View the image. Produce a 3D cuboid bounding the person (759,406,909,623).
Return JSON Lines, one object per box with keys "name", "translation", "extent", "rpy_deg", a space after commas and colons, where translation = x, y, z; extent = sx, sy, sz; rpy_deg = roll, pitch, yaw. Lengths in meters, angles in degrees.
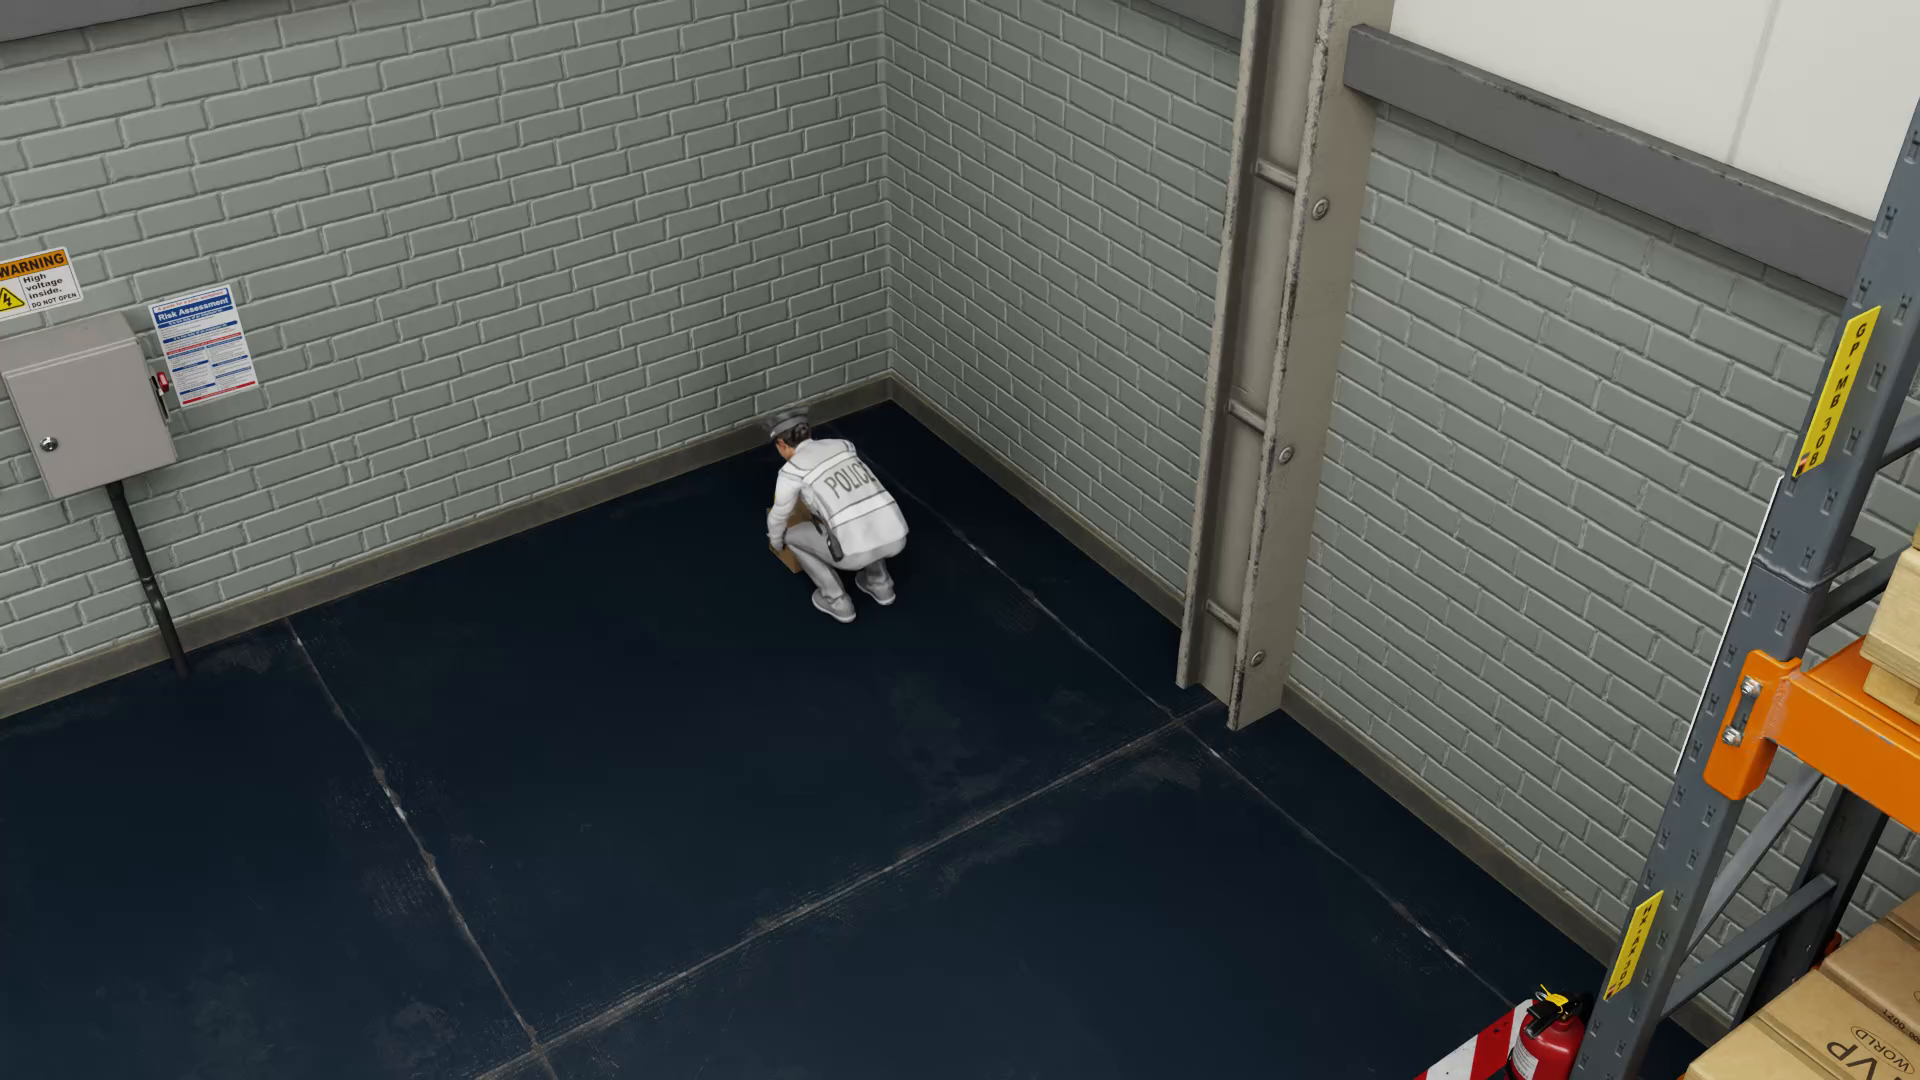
{"name": "person", "translation": [-0.605, -0.131, 7.814], "extent": [0.489, 0.913, 0.854], "rpy_deg": [-23, 42, -28]}
